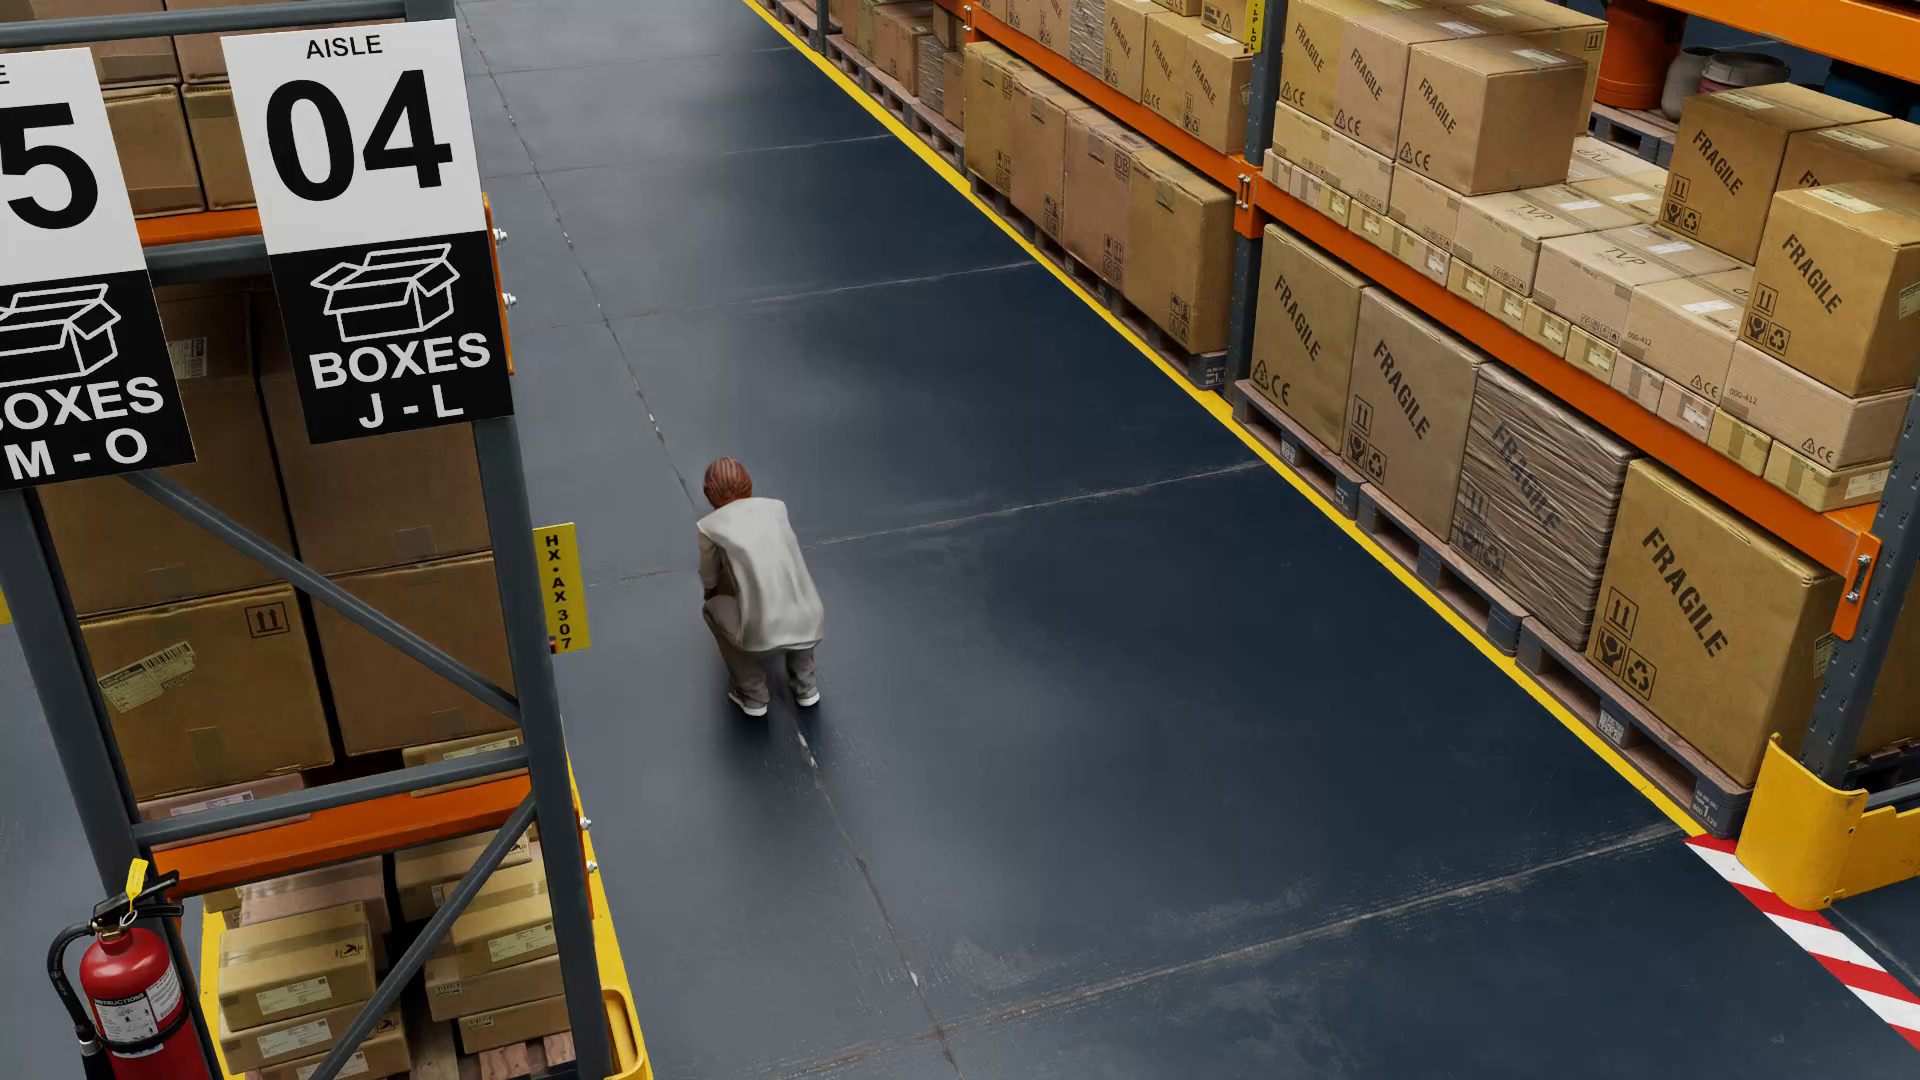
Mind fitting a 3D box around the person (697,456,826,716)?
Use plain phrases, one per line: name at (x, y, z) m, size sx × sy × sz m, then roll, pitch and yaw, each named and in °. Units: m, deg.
person at (-0.794, 0.181, 6.541) m, size 0.427 × 0.892 × 0.828 m, roll -11°, pitch 32°, yaw -18°
